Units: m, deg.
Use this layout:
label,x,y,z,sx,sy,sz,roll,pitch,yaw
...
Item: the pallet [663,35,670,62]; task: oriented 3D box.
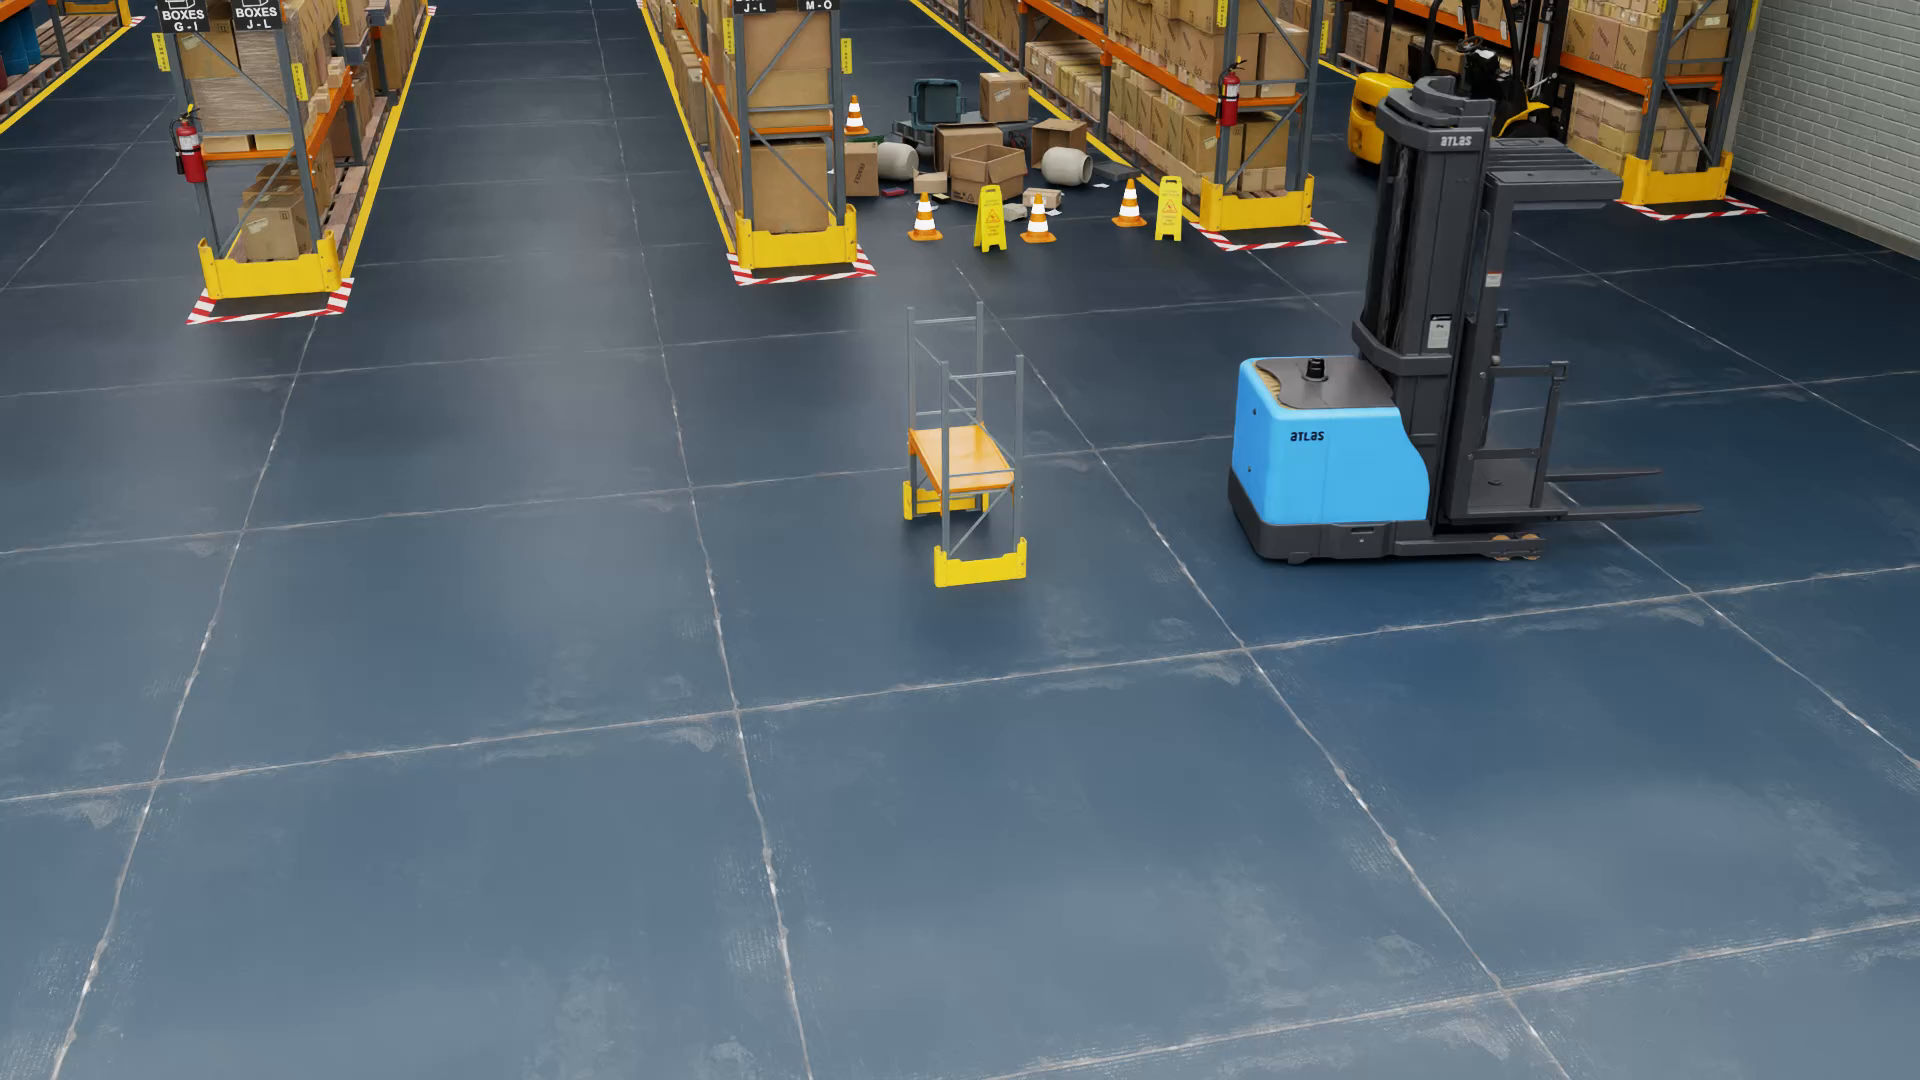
label,x,y,z,sx,sy,sz,roll,pitch,yaw
pallet,-4.156,-7.826,26.368,1.003,0.211,1.213,-6,27,-12

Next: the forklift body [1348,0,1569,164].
label,x,y,z,sx,sy,sz,roll,pitch,yaw
forklift body,5.802,-5.466,19.538,2.313,2.155,1.214,-6,27,-12

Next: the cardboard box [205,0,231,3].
label,x,y,z,sx,sy,sz,roll,pitch,yaw
cardboard box,-7.077,-4.964,16.052,0.500,0.500,0.500,-6,27,-12

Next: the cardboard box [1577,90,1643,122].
label,x,y,z,sx,sy,sz,roll,pitch,yaw
cardboard box,7.478,-4.998,19.145,0.500,0.250,0.500,-5,27,-11

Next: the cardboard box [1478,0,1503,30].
label,x,y,z,sx,sy,sz,roll,pitch,yaw
cardboard box,6.951,-6.777,21.083,0.500,0.500,0.500,-7,28,-13

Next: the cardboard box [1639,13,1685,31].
label,x,y,z,sx,sy,sz,roll,pitch,yaw
cardboard box,7.656,-5.655,18.141,0.380,0.149,0.250,-6,27,-11

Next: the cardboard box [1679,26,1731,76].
label,x,y,z,sx,sy,sz,roll,pitch,yaw
cardboard box,8.166,-5.488,18.529,0.500,0.500,0.500,-5,27,-10

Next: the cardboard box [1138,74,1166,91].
label,x,y,z,sx,sy,sz,roll,pitch,yaw
cardboard box,2.291,-5.341,19.383,0.380,0.149,0.250,-4,27,-9

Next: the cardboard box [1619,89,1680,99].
label,x,y,z,sx,sy,sz,roll,pitch,yaw
cardboard box,7.967,-5.053,19.255,0.500,0.250,0.500,-6,27,-12

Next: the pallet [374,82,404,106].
label,x,y,z,sx,sy,sz,roll,pitch,yaw
pallet,-8.391,-6.306,23.357,1.003,0.211,1.213,-6,27,-12

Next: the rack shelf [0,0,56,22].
label,x,y,z,sx,sy,sz,roll,pitch,yaw
rack shelf,-13.563,-7.251,22.933,1.077,0.370,4.000,-6,27,-12

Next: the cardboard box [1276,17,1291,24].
label,x,y,z,sx,sy,sz,roll,pitch,yaw
cardboard box,3.215,-5.332,17.891,0.500,0.500,0.500,-5,27,-10

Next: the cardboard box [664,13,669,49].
label,x,y,z,sx,sy,sz,roll,pitch,yaw
cardboard box,-4.304,-7.901,25.729,0.500,0.500,0.500,-5,27,-9

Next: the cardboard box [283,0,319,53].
label,x,y,z,sx,sy,sz,roll,pitch,yaw
cardboard box,-6.562,-5.018,16.159,0.500,0.500,0.500,-6,27,-12

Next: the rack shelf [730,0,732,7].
label,x,y,z,sx,sy,sz,roll,pitch,yaw
rack shelf,-2.079,-6.041,17.205,1.077,0.370,4.000,-6,27,-12

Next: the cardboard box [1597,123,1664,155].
label,x,y,z,sx,sy,sz,roll,pitch,yaw
cardboard box,7.593,-4.563,18.838,0.500,0.250,0.500,-6,27,-12

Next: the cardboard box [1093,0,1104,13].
label,x,y,z,sx,sy,sz,roll,pitch,yaw
cardboard box,1.885,-6.721,20.896,0.380,0.149,0.250,-6,27,-11

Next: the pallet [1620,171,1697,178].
label,x,y,z,sx,sy,sz,roll,pitch,yaw
pallet,7.794,-4.284,19.350,1.003,0.211,1.213,-6,27,-12

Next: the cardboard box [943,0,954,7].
label,x,y,z,sx,sy,sz,roll,pitch,yaw
cardboard box,0.228,-9.683,29.329,0.875,0.438,0.875,-7,28,-13

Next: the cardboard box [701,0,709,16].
label,x,y,z,sx,sy,sz,roll,pitch,yaw
cardboard box,-2.480,-6.284,18.853,0.875,0.550,0.550,-6,27,-12

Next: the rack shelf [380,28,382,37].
label,x,y,z,sx,sy,sz,roll,pitch,yaw
rack shelf,-8.737,-7.754,23.929,1.077,0.370,4.000,-6,27,-12

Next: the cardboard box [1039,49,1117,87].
label,x,y,z,sx,sy,sz,roll,pitch,yaw
cardboard box,1.661,-6.646,23.385,0.950,0.372,0.625,-6,27,-13

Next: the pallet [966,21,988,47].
label,x,y,z,sx,sy,sz,roll,pitch,yaw
pallet,0.715,-8.384,27.473,1.003,0.211,1.213,-6,27,-12

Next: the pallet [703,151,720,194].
label,x,y,z,sx,sy,sz,roll,pitch,yaw
pallet,-2.435,-4.314,19.410,1.003,0.211,1.213,-6,27,-12

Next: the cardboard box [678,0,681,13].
label,x,y,z,sx,sy,sz,roll,pitch,yaw
cardboard box,-3.476,-7.254,22.028,0.500,0.500,0.500,-6,27,-12

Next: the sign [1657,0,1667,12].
label,x,y,z,sx,sy,sz,roll,pitch,yaw
sign,7.475,-5.771,17.654,0.100,0.325,0.005,-6,27,-12

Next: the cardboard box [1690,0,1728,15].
label,x,y,z,sx,sy,sz,roll,pitch,yaw
cardboard box,8.139,-5.834,18.164,0.380,0.149,0.250,-6,27,-13

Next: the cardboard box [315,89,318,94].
label,x,y,z,sx,sy,sz,roll,pitch,yaw
cardboard box,-6.745,-4.487,16.937,0.380,0.149,0.250,-6,27,-12

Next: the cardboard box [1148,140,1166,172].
label,x,y,z,sx,sy,sz,roll,pitch,yaw
cardboard box,2.495,-4.437,19.143,0.500,0.250,0.500,-7,28,-13

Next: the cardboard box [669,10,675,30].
label,x,y,z,sx,sy,sz,roll,pitch,yaw
cardboard box,-3.965,-7.557,24.216,0.500,0.250,0.500,-6,27,-11

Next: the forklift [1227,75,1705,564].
label,x,y,z,sx,sy,sz,roll,pitch,yaw
forklift,3.398,-1.408,10.633,3.031,2.935,1.130,-2,27,-4

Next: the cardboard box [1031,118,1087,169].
label,x,y,z,sx,sy,sz,roll,pitch,yaw
cardboard box,1.186,-4.724,19.899,0.500,0.500,0.500,13,30,24

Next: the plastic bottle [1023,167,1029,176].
label,x,y,z,sx,sy,sz,roll,pitch,yaw
plastic bottle,0.734,-4.379,19.705,0.133,0.061,0.283,-1,27,-3

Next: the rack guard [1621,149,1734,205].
label,x,y,z,sx,sy,sz,roll,pitch,yaw
rack guard,8.012,-4.071,18.607,1.175,0.500,0.348,-6,27,-12

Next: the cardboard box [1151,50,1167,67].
label,x,y,z,sx,sy,sz,roll,pitch,yaw
cardboard box,2.392,-5.495,18.932,0.380,0.149,0.250,-6,27,-12

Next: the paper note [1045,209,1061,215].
label,x,y,z,sx,sy,sz,roll,pitch,yaw
paper note,1.019,-3.579,18.154,0.148,0.019,0.142,-16,31,-29

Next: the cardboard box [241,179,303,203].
label,x,y,z,sx,sy,sz,roll,pitch,yaw
cardboard box,-6.776,-3.292,16.597,0.500,0.500,0.500,1,27,2

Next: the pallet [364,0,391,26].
label,x,y,z,sx,sy,sz,roll,pitch,yaw
pallet,-8.022,-6.810,21.472,1.213,0.211,1.003,-6,27,-12

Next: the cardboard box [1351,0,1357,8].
label,x,y,z,sx,sy,sz,roll,pitch,yaw
cardboard box,6.356,-8.451,26.098,0.380,0.149,0.250,-5,27,-10

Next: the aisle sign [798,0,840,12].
label,x,y,z,sx,sy,sz,roll,pitch,yaw
aisle sign,-1.320,-5.305,15.392,0.394,0.787,0.004,-6,27,-12

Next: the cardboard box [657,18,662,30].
label,x,y,z,sx,sy,sz,roll,pitch,yaw
cardboard box,-4.753,-8.465,27.237,0.380,0.149,0.250,-6,27,-11

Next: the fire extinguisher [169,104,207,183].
label,x,y,z,sx,sy,sz,roll,pitch,yaw
fire extinguisher,-6.907,-3.554,14.895,0.296,0.674,0.183,-6,27,-12

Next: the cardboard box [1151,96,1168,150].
label,x,y,z,sx,sy,sz,roll,pitch,yaw
cardboard box,2.509,-4.763,18.957,0.500,0.500,0.500,-7,28,-13

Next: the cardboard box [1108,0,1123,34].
label,x,y,z,sx,sy,sz,roll,pitch,yaw
cardboard box,2.098,-6.404,20.014,0.500,0.500,0.500,-6,27,-12

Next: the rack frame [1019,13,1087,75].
label,x,y,z,sx,sy,sz,roll,pitch,yaw
rack frame,1.369,-8.204,24.021,1.000,3.000,0.127,-6,27,-12

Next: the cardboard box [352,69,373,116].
label,x,y,z,sx,sy,sz,roll,pitch,yaw
cardboard box,-7.978,-5.744,21.433,0.700,0.500,0.500,-8,28,-16

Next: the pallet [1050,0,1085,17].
label,x,y,z,sx,sy,sz,roll,pitch,yaw
pallet,1.855,-7.253,22.351,1.003,0.211,1.213,-6,27,-12

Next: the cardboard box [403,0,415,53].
label,x,y,z,sx,sy,sz,roll,pitch,yaw
cardboard box,-9.024,-7.914,25.338,1.225,0.875,0.875,-6,27,-11

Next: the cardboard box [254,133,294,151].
label,x,y,z,sx,sy,sz,roll,pitch,yaw
cardboard box,-6.315,-3.723,15.422,0.380,0.149,0.250,-6,27,-12

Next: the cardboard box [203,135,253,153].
label,x,y,z,sx,sy,sz,roll,pitch,yaw
cardboard box,-6.749,-3.677,15.332,0.380,0.149,0.250,-6,27,-12

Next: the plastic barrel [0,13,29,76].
label,x,y,z,sx,sy,sz,roll,pitch,yaw
plastic barrel,-13.748,-7.150,23.796,0.600,0.901,0.708,-6,27,-12

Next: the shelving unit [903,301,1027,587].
label,x,y,z,sx,sy,sz,roll,pitch,yaw
shelving unit,0.017,-0.636,10.692,0.587,1.500,1.083,-6,27,-12

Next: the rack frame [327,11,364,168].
label,x,y,z,sx,sy,sz,roll,pitch,yaw
rack frame,-7.385,-5.441,18.548,1.000,3.000,0.127,-6,27,-12

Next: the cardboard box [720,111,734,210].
label,x,y,z,sx,sy,sz,roll,pitch,yaw
cardboard box,-2.046,-4.061,17.705,0.875,0.875,0.875,-6,27,-12

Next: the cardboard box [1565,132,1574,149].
label,x,y,z,sx,sy,sz,roll,pitch,yaw
cardboard box,7.386,-4.771,19.806,0.500,0.250,0.500,-6,27,-11
